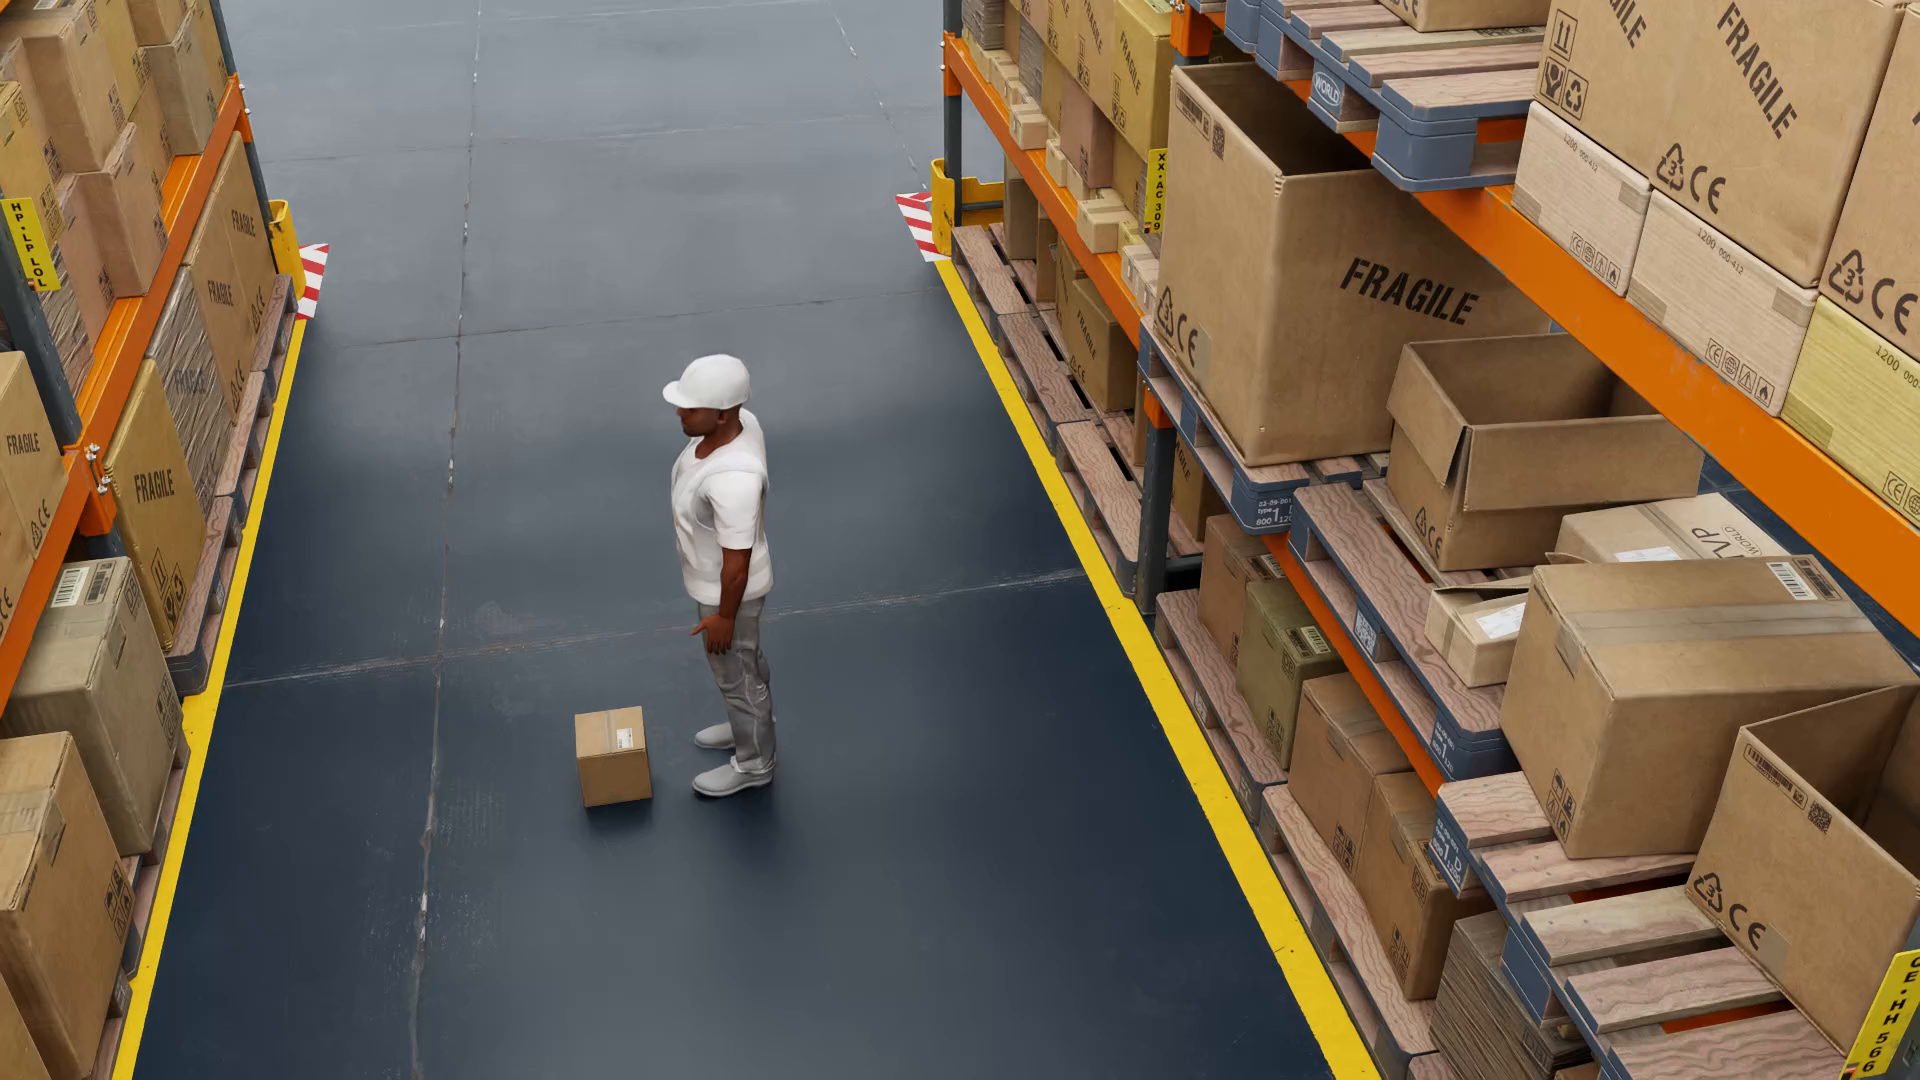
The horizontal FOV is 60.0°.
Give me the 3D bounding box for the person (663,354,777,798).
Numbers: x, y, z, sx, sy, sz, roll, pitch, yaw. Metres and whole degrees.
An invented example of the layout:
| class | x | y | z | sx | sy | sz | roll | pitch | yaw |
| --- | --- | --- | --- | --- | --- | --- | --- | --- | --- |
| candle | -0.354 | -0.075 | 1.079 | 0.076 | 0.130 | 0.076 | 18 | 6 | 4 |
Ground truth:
| class | x | y | z | sx | sy | sz | roll | pitch | yaw |
| --- | --- | --- | --- | --- | --- | --- | --- | --- | --- |
| person | -0.844 | 0.144 | 5.917 | 0.385 | 1.781 | 0.566 | -7 | 35 | -10 |
